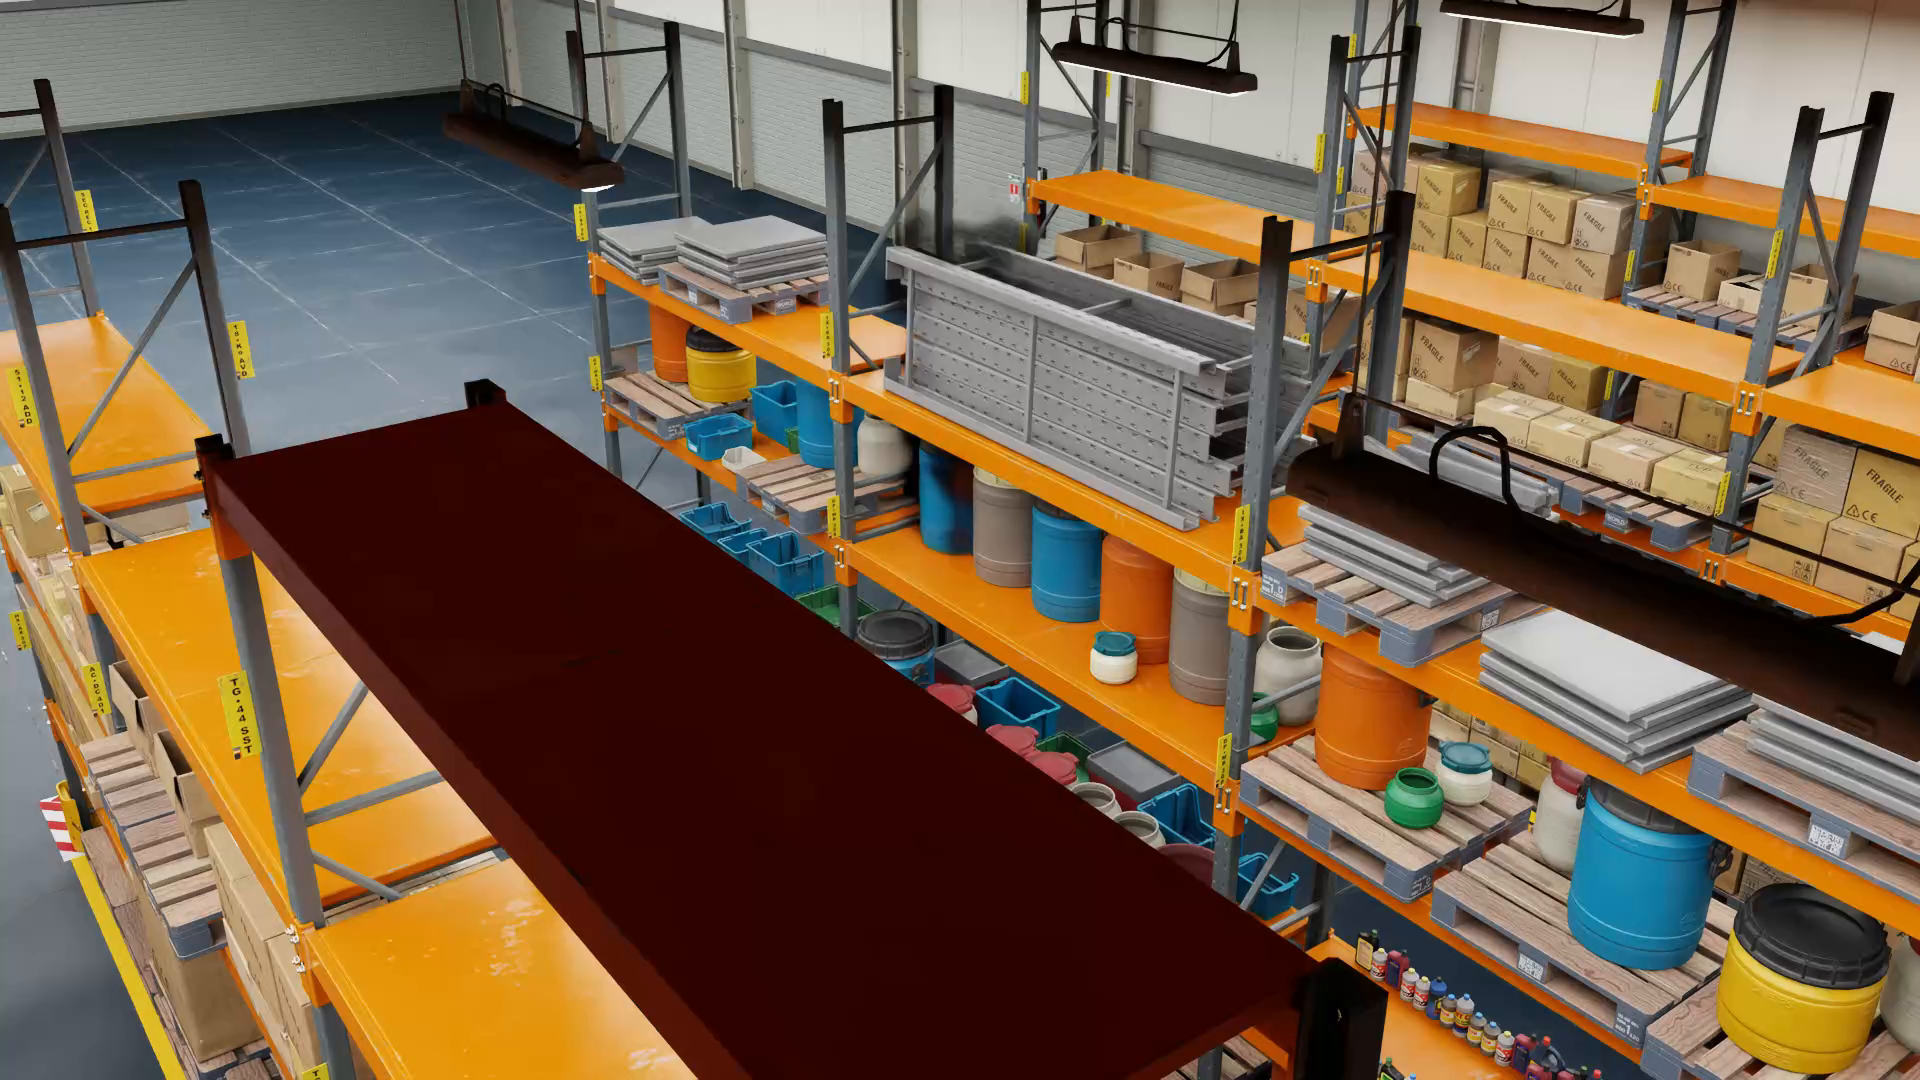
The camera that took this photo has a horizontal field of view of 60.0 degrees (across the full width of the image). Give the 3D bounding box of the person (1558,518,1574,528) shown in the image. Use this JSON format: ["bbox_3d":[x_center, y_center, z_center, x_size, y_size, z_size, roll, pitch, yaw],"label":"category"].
[{"bbox_3d":[5.619,0.444,15.936,0.633,1.737,0.586,-16,29,-31],"label":"person"}]
